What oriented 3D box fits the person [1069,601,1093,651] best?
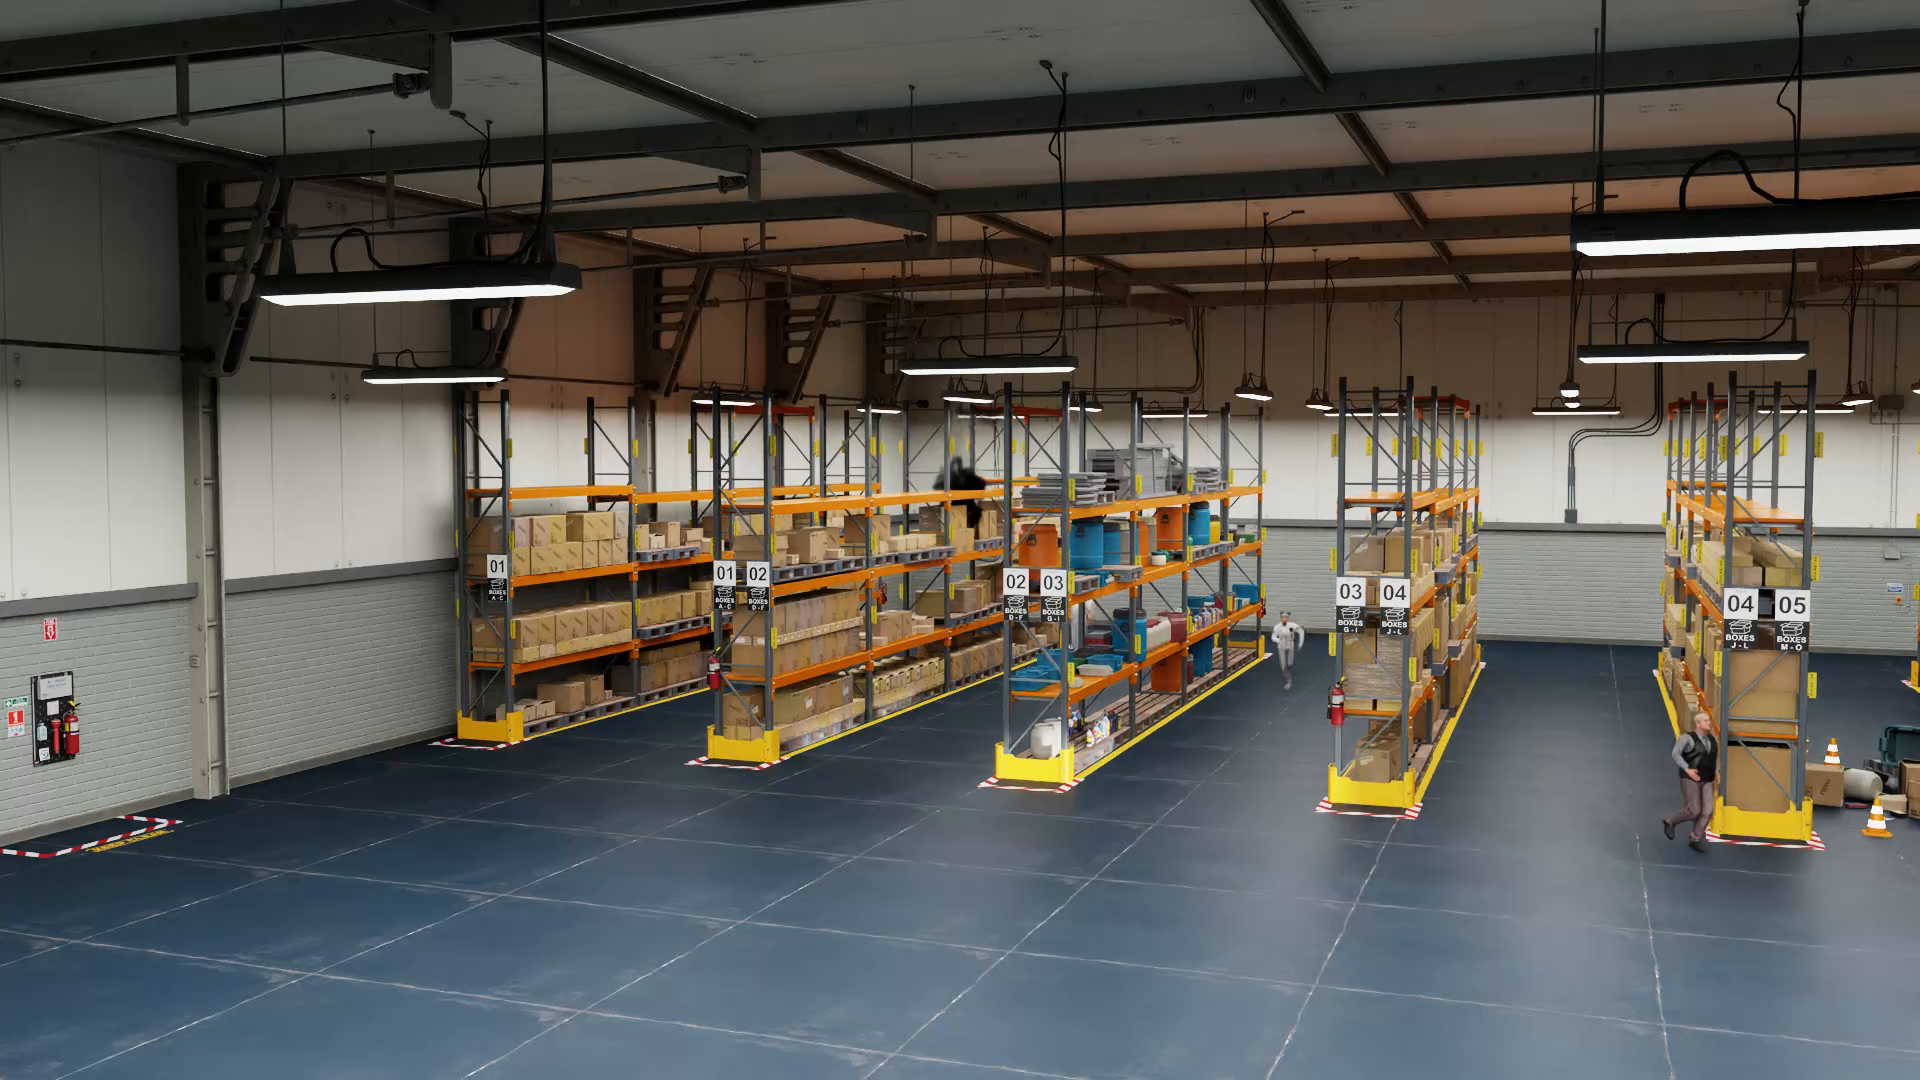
[{"bbox_3d":[2.634,1.876,37.006,0.609,1.631,0.484,1,3,13],"label":"person"}]

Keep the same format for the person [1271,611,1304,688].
[{"bbox_3d":[6.797,2.284,34.544,0.652,1.640,0.623,1,3,14],"label":"person"}]

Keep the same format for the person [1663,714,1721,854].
[{"bbox_3d":[9.249,3.024,20.870,0.685,1.705,0.653,-1,3,-18],"label":"person"}]
